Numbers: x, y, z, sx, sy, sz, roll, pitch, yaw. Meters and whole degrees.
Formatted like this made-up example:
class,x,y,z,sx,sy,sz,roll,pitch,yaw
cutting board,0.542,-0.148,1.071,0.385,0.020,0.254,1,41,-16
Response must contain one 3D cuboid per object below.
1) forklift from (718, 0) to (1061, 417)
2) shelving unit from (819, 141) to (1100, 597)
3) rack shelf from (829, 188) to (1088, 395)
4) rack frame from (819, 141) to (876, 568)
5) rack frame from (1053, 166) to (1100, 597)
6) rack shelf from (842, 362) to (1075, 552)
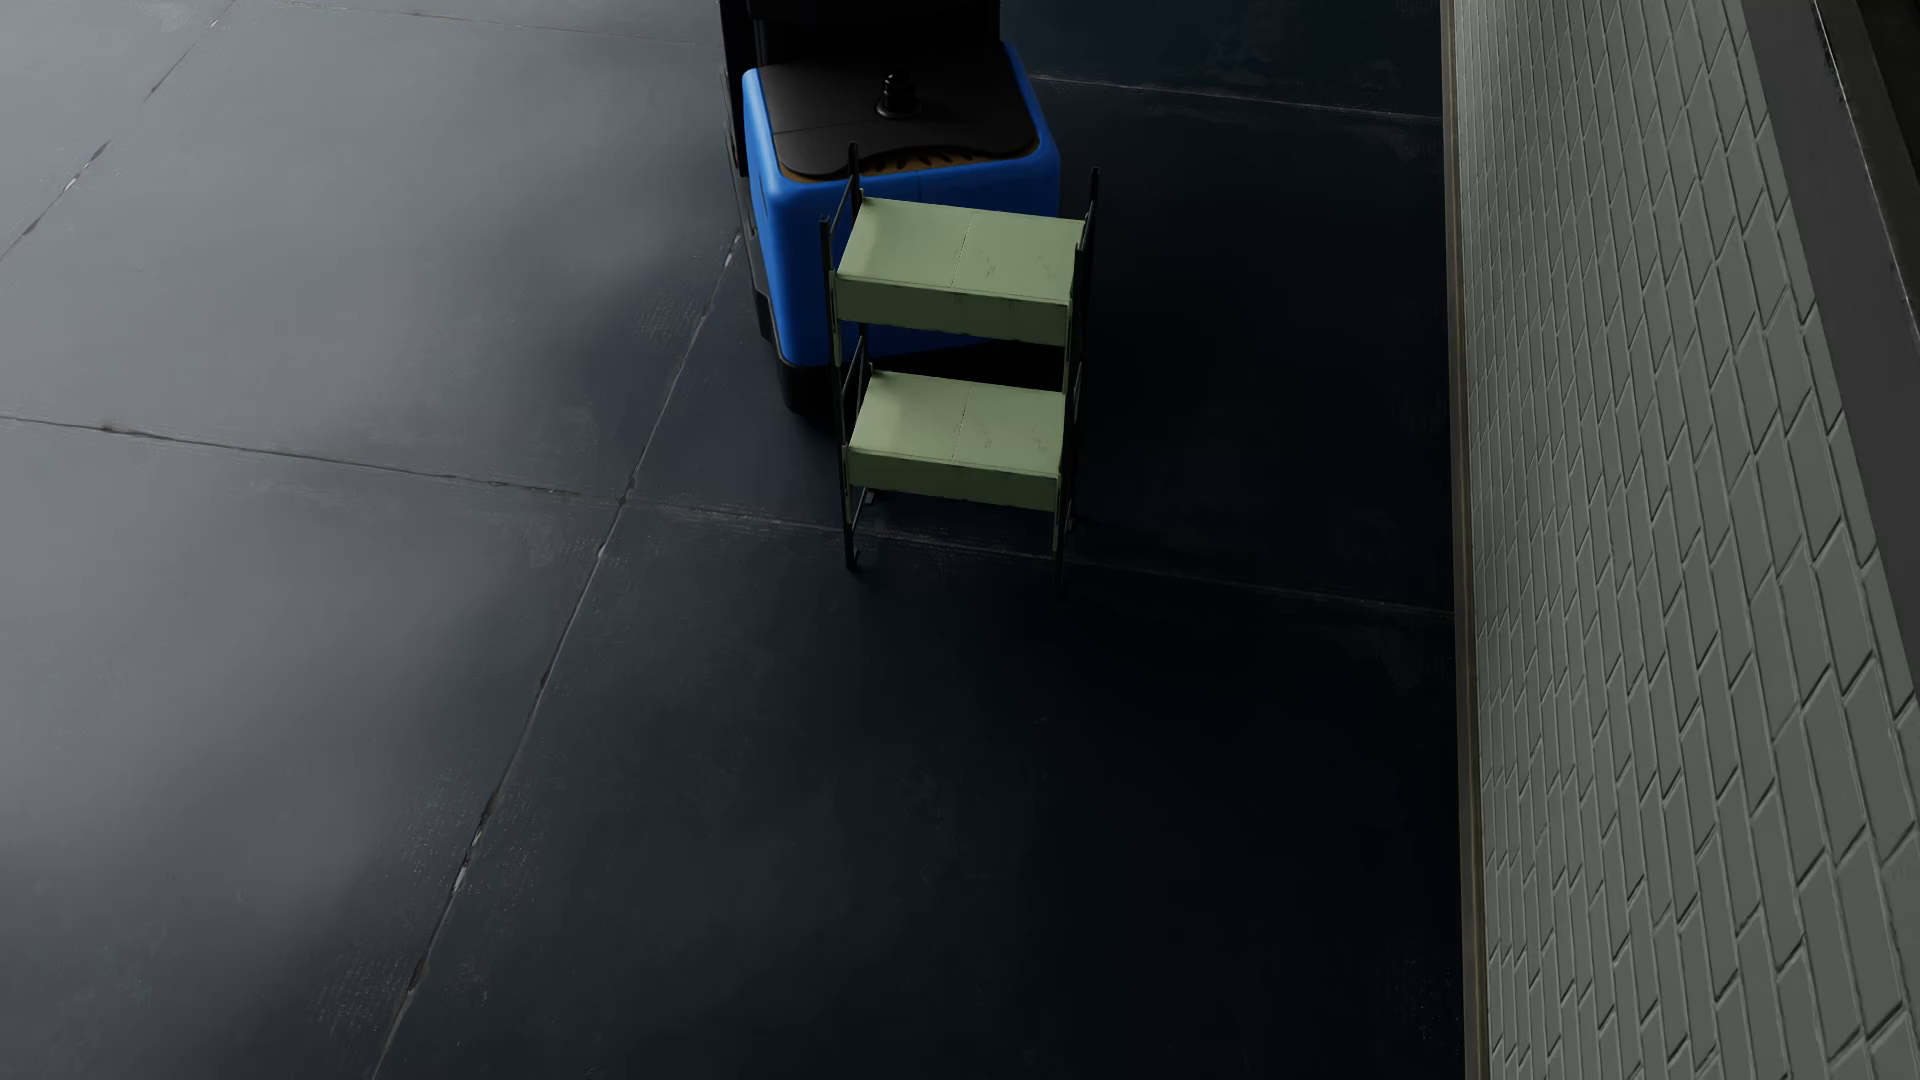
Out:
class,x,y,z,sx,sy,sz,roll,pitch,yaw
forklift,-0.435,-2.561,6.258,1.130,2.935,3.031,-9,49,-8
shelving unit,0.007,-0.500,5.368,0.755,1.500,0.431,8,49,7
rack shelf,0.007,-0.761,5.078,0.720,0.370,0.431,8,49,7
rack frame,-0.354,-0.549,5.412,0.023,1.500,0.400,8,49,7
rack frame,0.367,-0.452,5.325,0.023,1.500,0.400,8,49,7
rack shelf,0.007,-0.283,5.611,0.720,0.370,0.431,8,49,7
